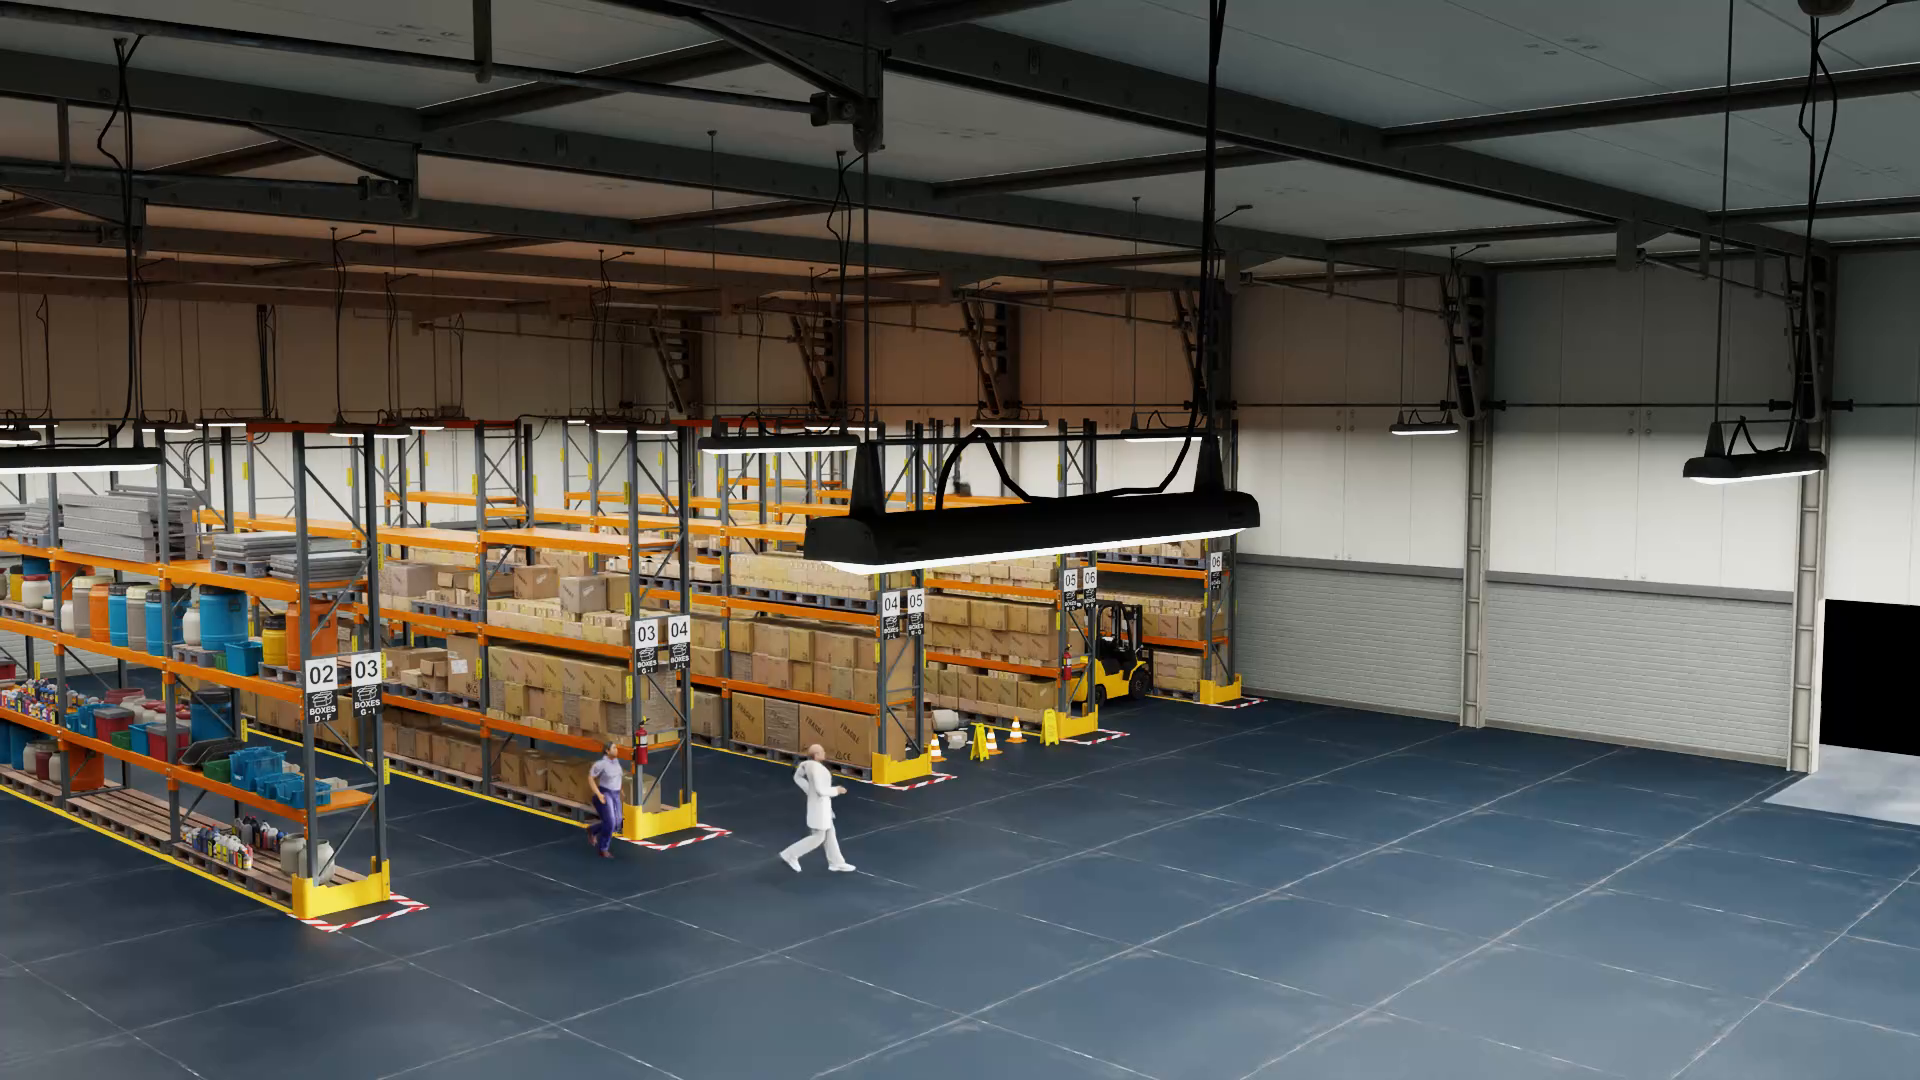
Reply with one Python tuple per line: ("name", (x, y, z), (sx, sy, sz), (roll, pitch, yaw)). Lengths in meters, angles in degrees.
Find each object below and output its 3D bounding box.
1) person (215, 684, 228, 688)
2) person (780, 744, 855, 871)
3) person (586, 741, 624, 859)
("person", (-12.362, 3.221, 27.949), (0.530, 1.654, 0.555), (4, 6, 38))
("person", (-1.907, 3.608, 22.265), (1.040, 1.772, 0.710), (-1, 5, -16))
("person", (-5.012, 3.645, 23.463), (0.595, 1.616, 0.646), (2, 5, 26))
